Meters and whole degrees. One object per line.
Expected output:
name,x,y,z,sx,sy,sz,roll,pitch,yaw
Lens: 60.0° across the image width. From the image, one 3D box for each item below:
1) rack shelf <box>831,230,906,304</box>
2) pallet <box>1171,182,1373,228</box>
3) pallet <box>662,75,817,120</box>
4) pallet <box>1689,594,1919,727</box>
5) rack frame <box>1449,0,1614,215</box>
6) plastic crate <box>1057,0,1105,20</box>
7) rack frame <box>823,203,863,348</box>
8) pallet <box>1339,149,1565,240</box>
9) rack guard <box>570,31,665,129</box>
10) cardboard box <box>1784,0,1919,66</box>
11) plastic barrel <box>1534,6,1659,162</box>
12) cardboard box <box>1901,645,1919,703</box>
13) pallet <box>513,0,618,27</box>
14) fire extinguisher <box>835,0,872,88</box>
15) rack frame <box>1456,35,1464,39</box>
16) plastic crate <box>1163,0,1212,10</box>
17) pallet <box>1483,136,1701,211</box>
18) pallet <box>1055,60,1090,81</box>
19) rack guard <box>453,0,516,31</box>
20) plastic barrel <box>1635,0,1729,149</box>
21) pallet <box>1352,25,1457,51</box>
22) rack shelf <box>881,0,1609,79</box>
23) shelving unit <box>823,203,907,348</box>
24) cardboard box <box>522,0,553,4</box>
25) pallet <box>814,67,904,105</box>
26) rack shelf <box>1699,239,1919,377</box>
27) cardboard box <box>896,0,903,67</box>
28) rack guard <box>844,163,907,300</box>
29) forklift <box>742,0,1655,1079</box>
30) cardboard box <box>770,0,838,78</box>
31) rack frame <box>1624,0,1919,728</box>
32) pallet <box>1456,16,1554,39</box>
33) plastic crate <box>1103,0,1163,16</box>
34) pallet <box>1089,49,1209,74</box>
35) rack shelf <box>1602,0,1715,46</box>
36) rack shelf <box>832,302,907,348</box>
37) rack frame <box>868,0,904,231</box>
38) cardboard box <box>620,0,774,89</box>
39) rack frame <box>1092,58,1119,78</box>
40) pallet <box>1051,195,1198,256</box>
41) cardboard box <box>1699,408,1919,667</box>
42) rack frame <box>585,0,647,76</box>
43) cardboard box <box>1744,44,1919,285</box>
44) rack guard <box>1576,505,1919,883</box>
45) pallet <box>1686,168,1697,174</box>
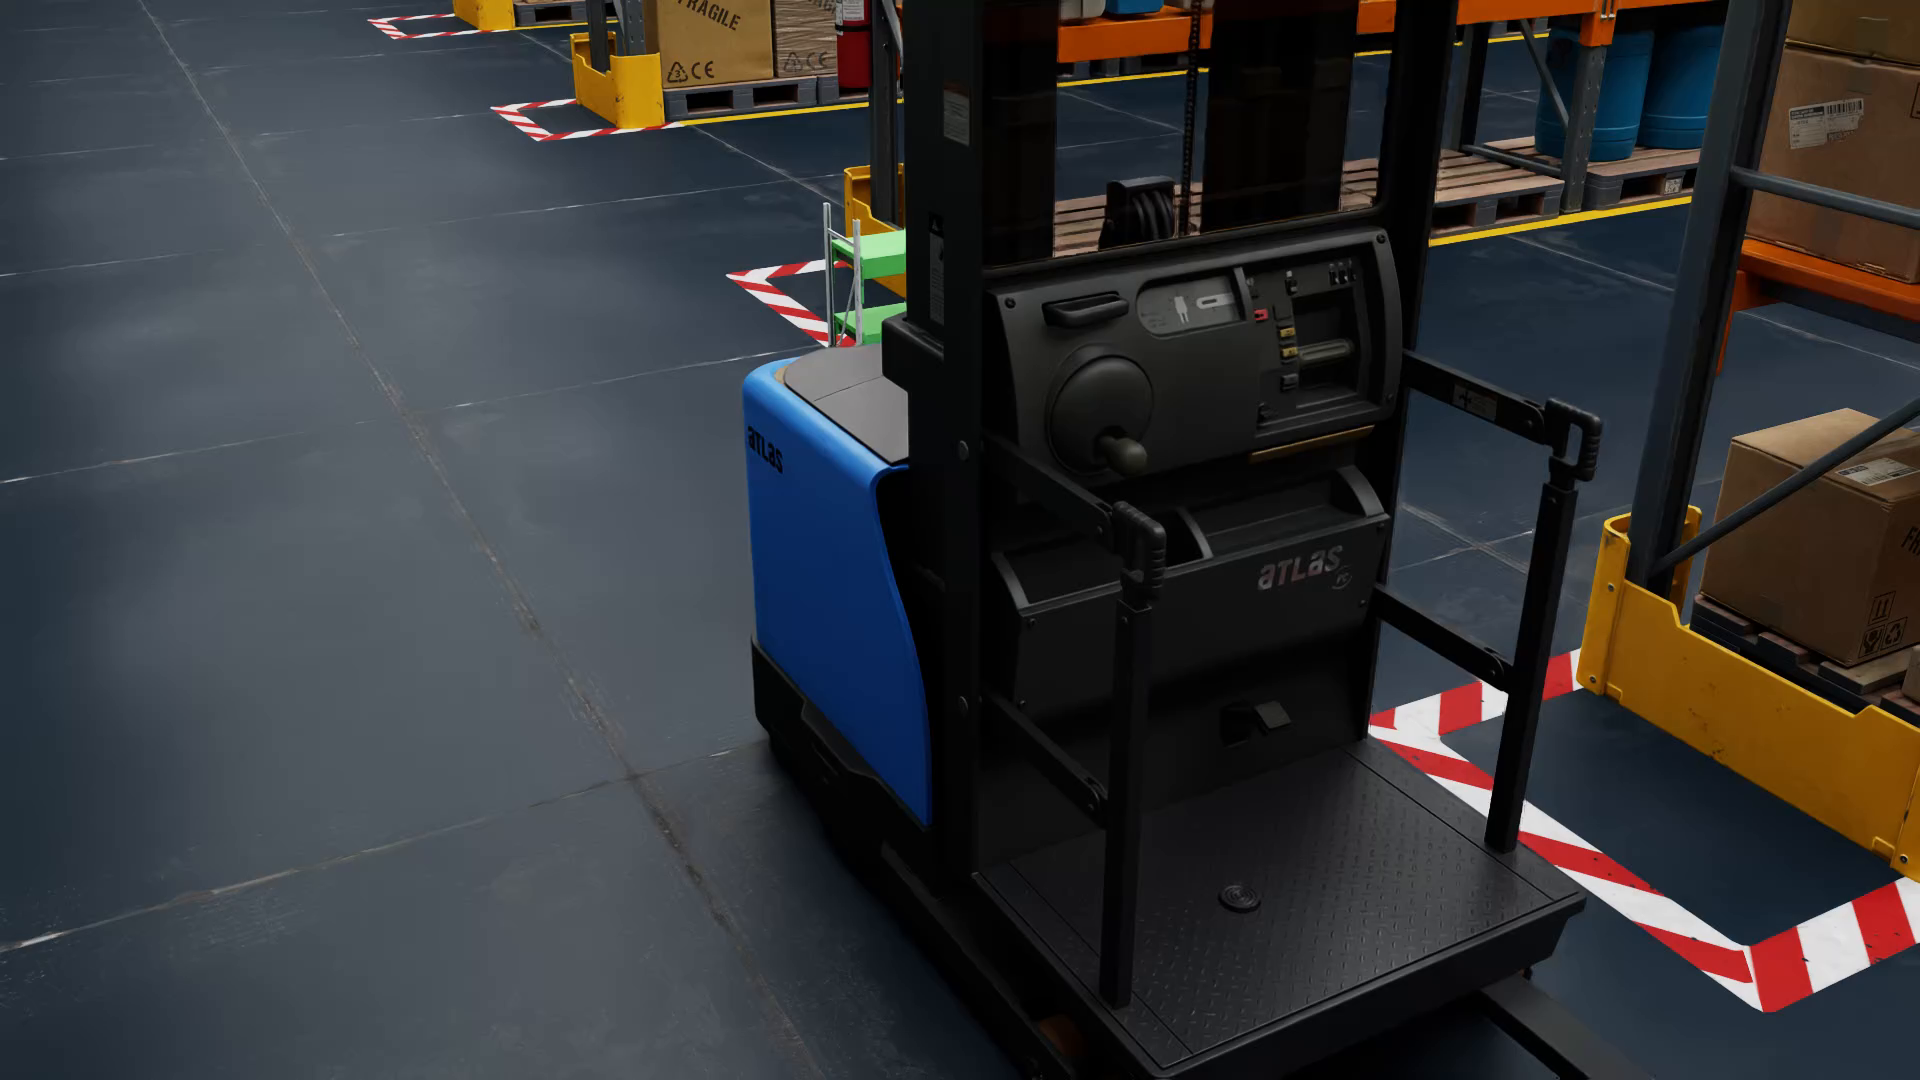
rack shelf,-0.146,-0.882,5.240,0.480,0.148,0.258,-13,29,-25
pallet,1.643,-1.781,9.215,1.213,0.211,1.003,-13,29,-25
pallet,-1.840,-3.465,12.724,1.213,0.211,1.003,-13,29,-25
pallet,2.919,0.333,4.812,1.213,0.211,1.003,-13,29,-25
rack frame,3.351,-3.453,9.476,0.127,3.000,1.000,-13,29,-25
plastic crate,0.516,-2.505,7.736,0.298,0.136,0.250,-13,29,-25
rack frame,-0.361,-0.457,5.317,0.015,1.200,0.240,-13,29,-25
pallet,2.721,-2.031,9.737,1.213,0.211,1.003,-13,29,-25
rack guard,-2.530,-3.398,12.250,0.348,0.500,1.175,-13,29,-25
cardboard box,2.413,-1.437,4.007,0.500,0.500,0.500,-13,29,-26
plastic barrel,3.839,-2.800,10.056,0.708,0.901,0.600,-13,29,-25
cardboard box,2.680,0.387,4.263,0.250,0.149,0.380,-13,29,-25
pallet,-3.953,-5.355,16.659,1.213,0.211,1.003,-13,29,-25
fire extinguisher,-0.525,-2.578,8.174,0.183,0.674,0.296,-13,29,-25
rack frame,4.550,-6.159,15.112,0.127,3.000,1.000,-13,29,-25
plastic crate,1.115,-2.643,8.024,0.298,0.136,0.250,-13,29,-25
pallet,4.052,-2.337,10.374,1.213,0.211,1.003,-13,29,-25
pallet,0.313,-3.962,13.759,1.213,0.211,1.003,-13,29,-25
rack guard,-4.687,-5.333,16.280,0.348,0.500,1.175,-13,29,-25
plastic barrel,4.464,-2.945,10.357,0.708,0.901,0.600,-13,29,-25
pallet,3.819,-4.770,15.441,1.213,0.211,1.003,-13,29,-25
rack shelf,1.586,-2.721,8.783,4.000,0.370,1.077,-13,29,-25
shelving unit,-0.146,-0.507,5.420,0.503,1.200,0.258,-13,29,-25
cardboard box,-4.141,-5.333,16.201,0.250,0.149,0.380,-12,28,-24
pallet,-0.765,-3.712,13.238,1.213,0.211,1.003,-13,29,-25
rack shelf,3.914,-0.829,4.841,4.000,0.370,1.077,-13,29,-25
cardboard box,-0.394,-4.289,13.186,0.875,0.875,0.875,-13,29,-25
rack guard,-0.193,-1.501,8.300,0.348,0.500,1.175,-13,29,-25
forklift,0.592,-0.338,3.068,1.130,2.935,3.031,-14,29,-26
cardboard box,-1.179,-4.107,12.809,0.875,0.875,0.875,-13,29,-25
rack frame,2.149,-0.746,3.837,0.127,3.000,1.000,-13,29,-25
pallet,5.240,-5.061,16.046,1.213,0.211,1.003,-13,29,-25
plastic crate,0.775,-2.648,7.924,0.300,0.233,0.416,-13,29,-25
pallet,1.666,-4.273,14.406,1.213,0.211,1.003,-13,29,-25
rack shelf,5.116,-3.536,10.480,4.000,0.370,1.077,-13,29,-25
rack shelf,-0.146,-0.666,5.344,0.480,0.148,0.258,-13,29,-25
rack frame,-0.178,-2.638,7.779,0.127,3.000,1.000,-13,29,-25
cardboard box,-1.982,-3.922,12.423,0.875,0.875,0.875,-13,29,-25
rack frame,1.021,-5.344,13.416,0.127,3.000,1.000,-13,29,-25
pallet,0.568,-1.534,8.702,1.213,0.211,1.003,-13,29,-25
cardboard box,2.513,-0.022,4.710,0.500,0.500,0.500,-13,29,-25
rack frame,-2.509,-4.530,11.719,0.127,3.000,1.000,-13,29,-25
cardboard box,2.416,-0.986,4.222,0.500,0.500,0.500,-12,28,-24
rack guard,2.216,0.366,4.411,0.348,0.500,1.175,-13,29,-25
pallet,5.129,-2.587,10.895,1.213,0.211,1.003,-13,29,-25
